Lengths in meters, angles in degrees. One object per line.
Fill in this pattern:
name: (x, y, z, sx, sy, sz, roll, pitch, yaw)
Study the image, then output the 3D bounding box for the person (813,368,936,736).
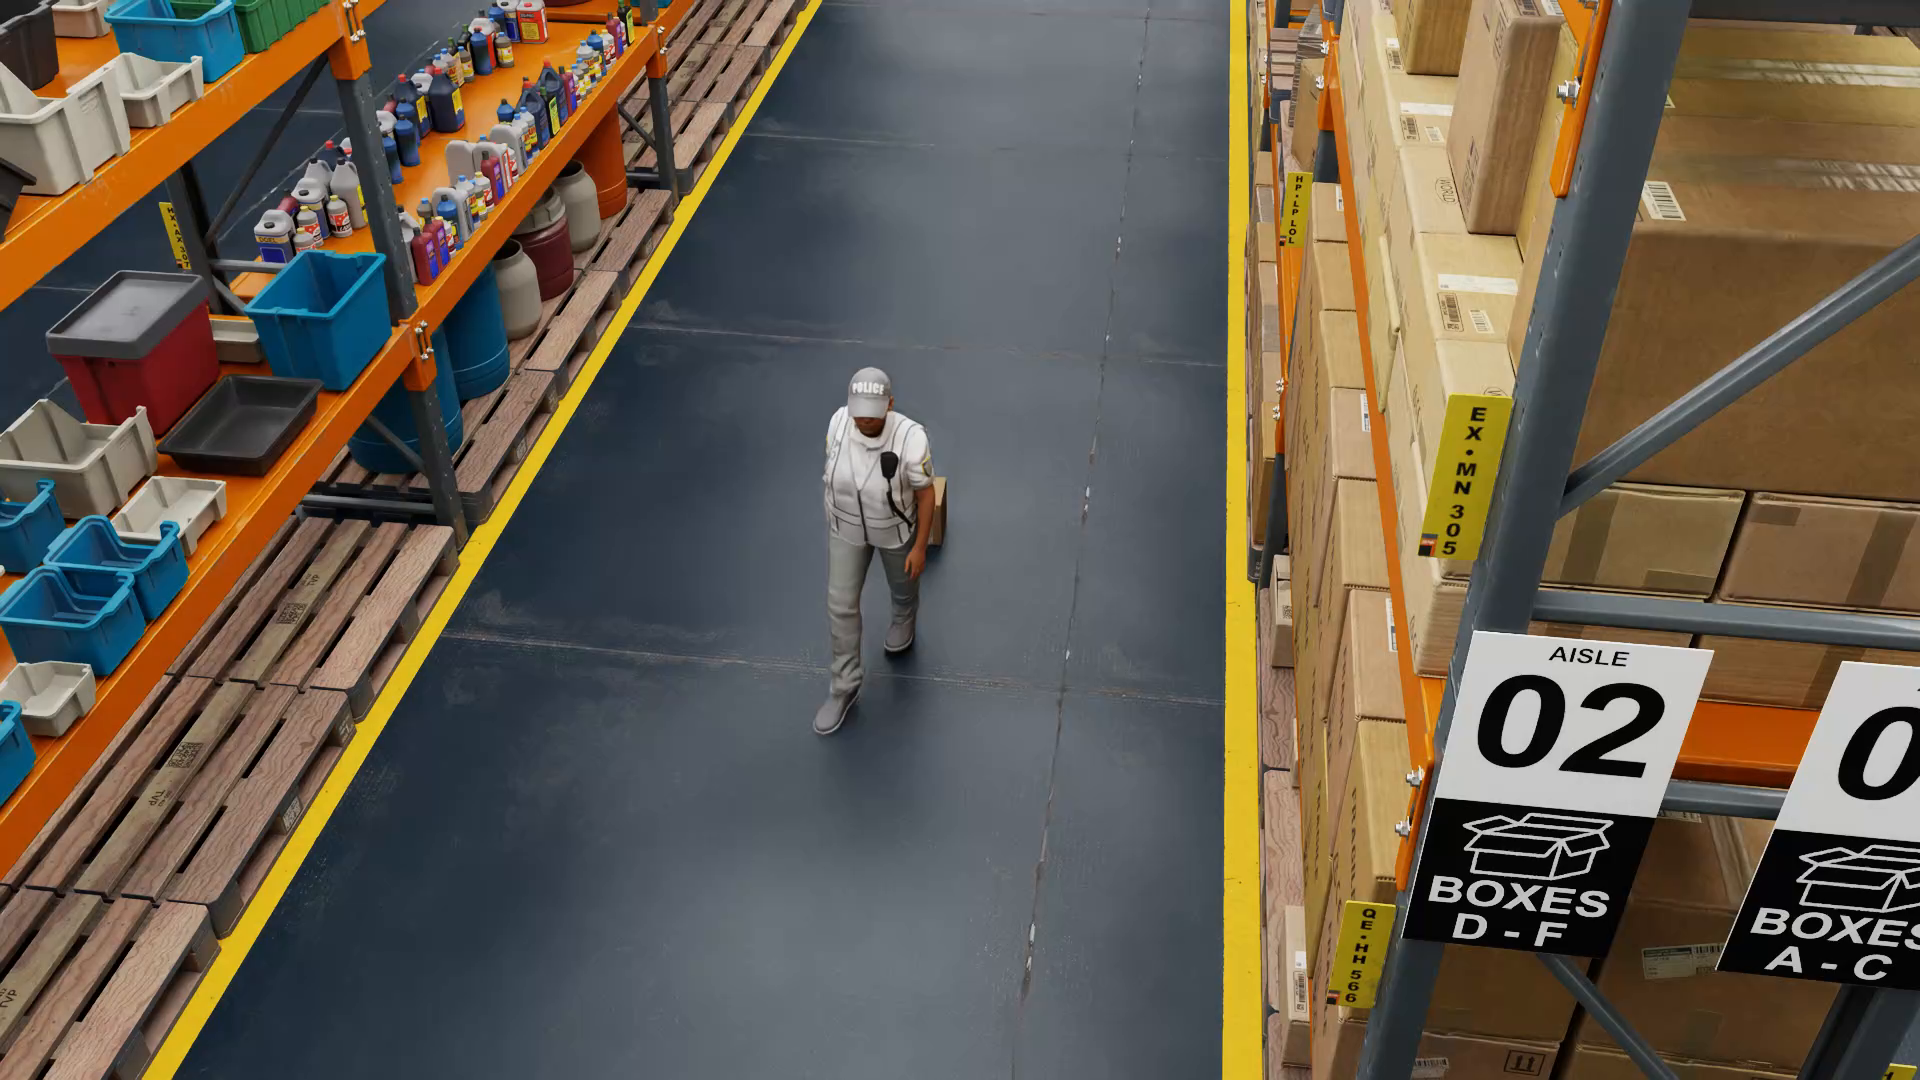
person: (-0.349, -0.033, 7.082, 0.505, 1.627, 0.865, 6, 37, 8)
